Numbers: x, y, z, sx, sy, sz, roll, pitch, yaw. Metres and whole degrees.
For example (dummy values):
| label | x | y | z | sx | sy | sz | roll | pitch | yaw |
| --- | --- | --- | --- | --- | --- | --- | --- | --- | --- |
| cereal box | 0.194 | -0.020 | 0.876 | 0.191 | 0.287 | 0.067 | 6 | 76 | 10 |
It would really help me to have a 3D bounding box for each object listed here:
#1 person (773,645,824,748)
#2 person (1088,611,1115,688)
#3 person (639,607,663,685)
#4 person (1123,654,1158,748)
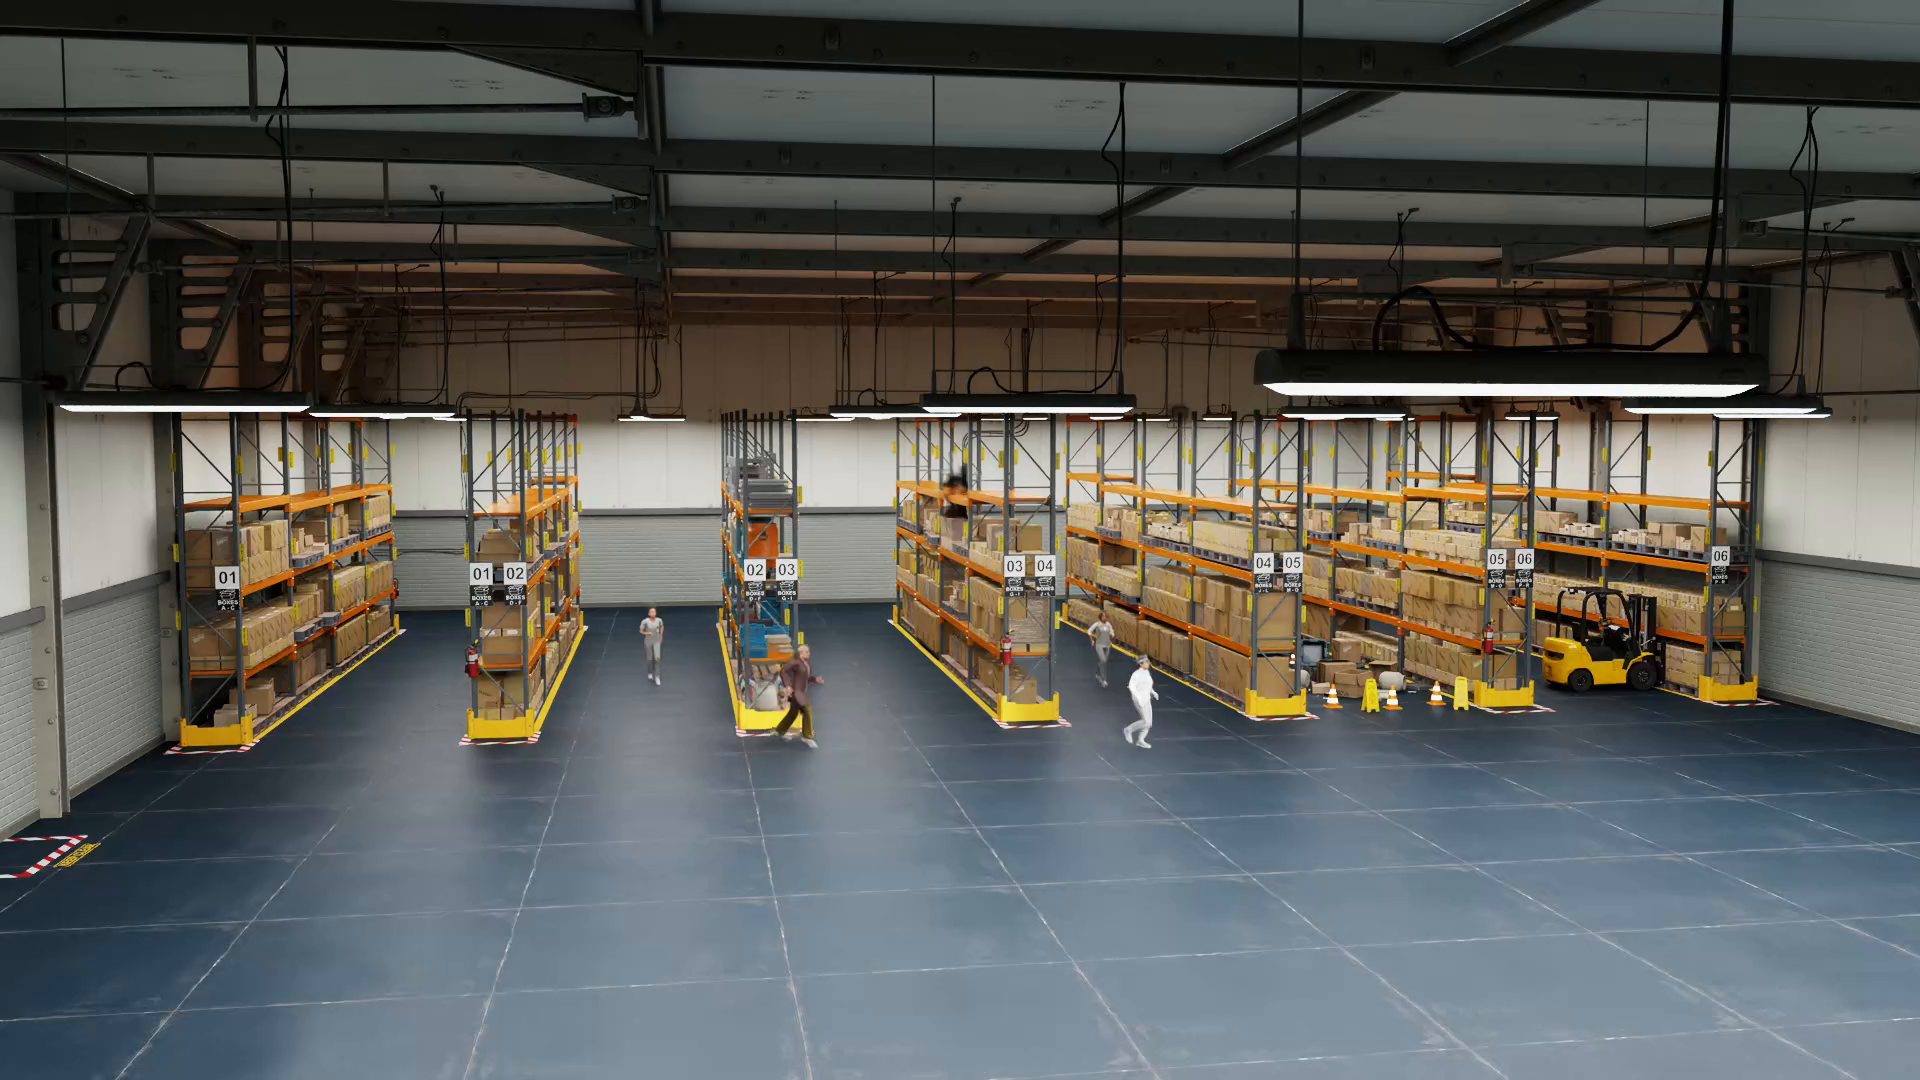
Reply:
| label | x | y | z | sx | sy | sz | roll | pitch | yaw |
| --- | --- | --- | --- | --- | --- | --- | --- | --- | --- |
| person | -2.893 | 2.782 | 29.612 | 0.987 | 1.827 | 0.625 | 1 | 4 | 15 |
| person | 3.113 | 2.369 | 36.435 | 0.515 | 1.634 | 0.760 | -2 | 4 | -24 |
| person | -6.821 | 2.324 | 36.806 | 0.552 | 1.713 | 0.807 | -1 | 4 | -16 |
| person | 3.208 | 2.843 | 29.502 | 0.548 | 1.669 | 0.638 | 2 | 5 | 30 |
